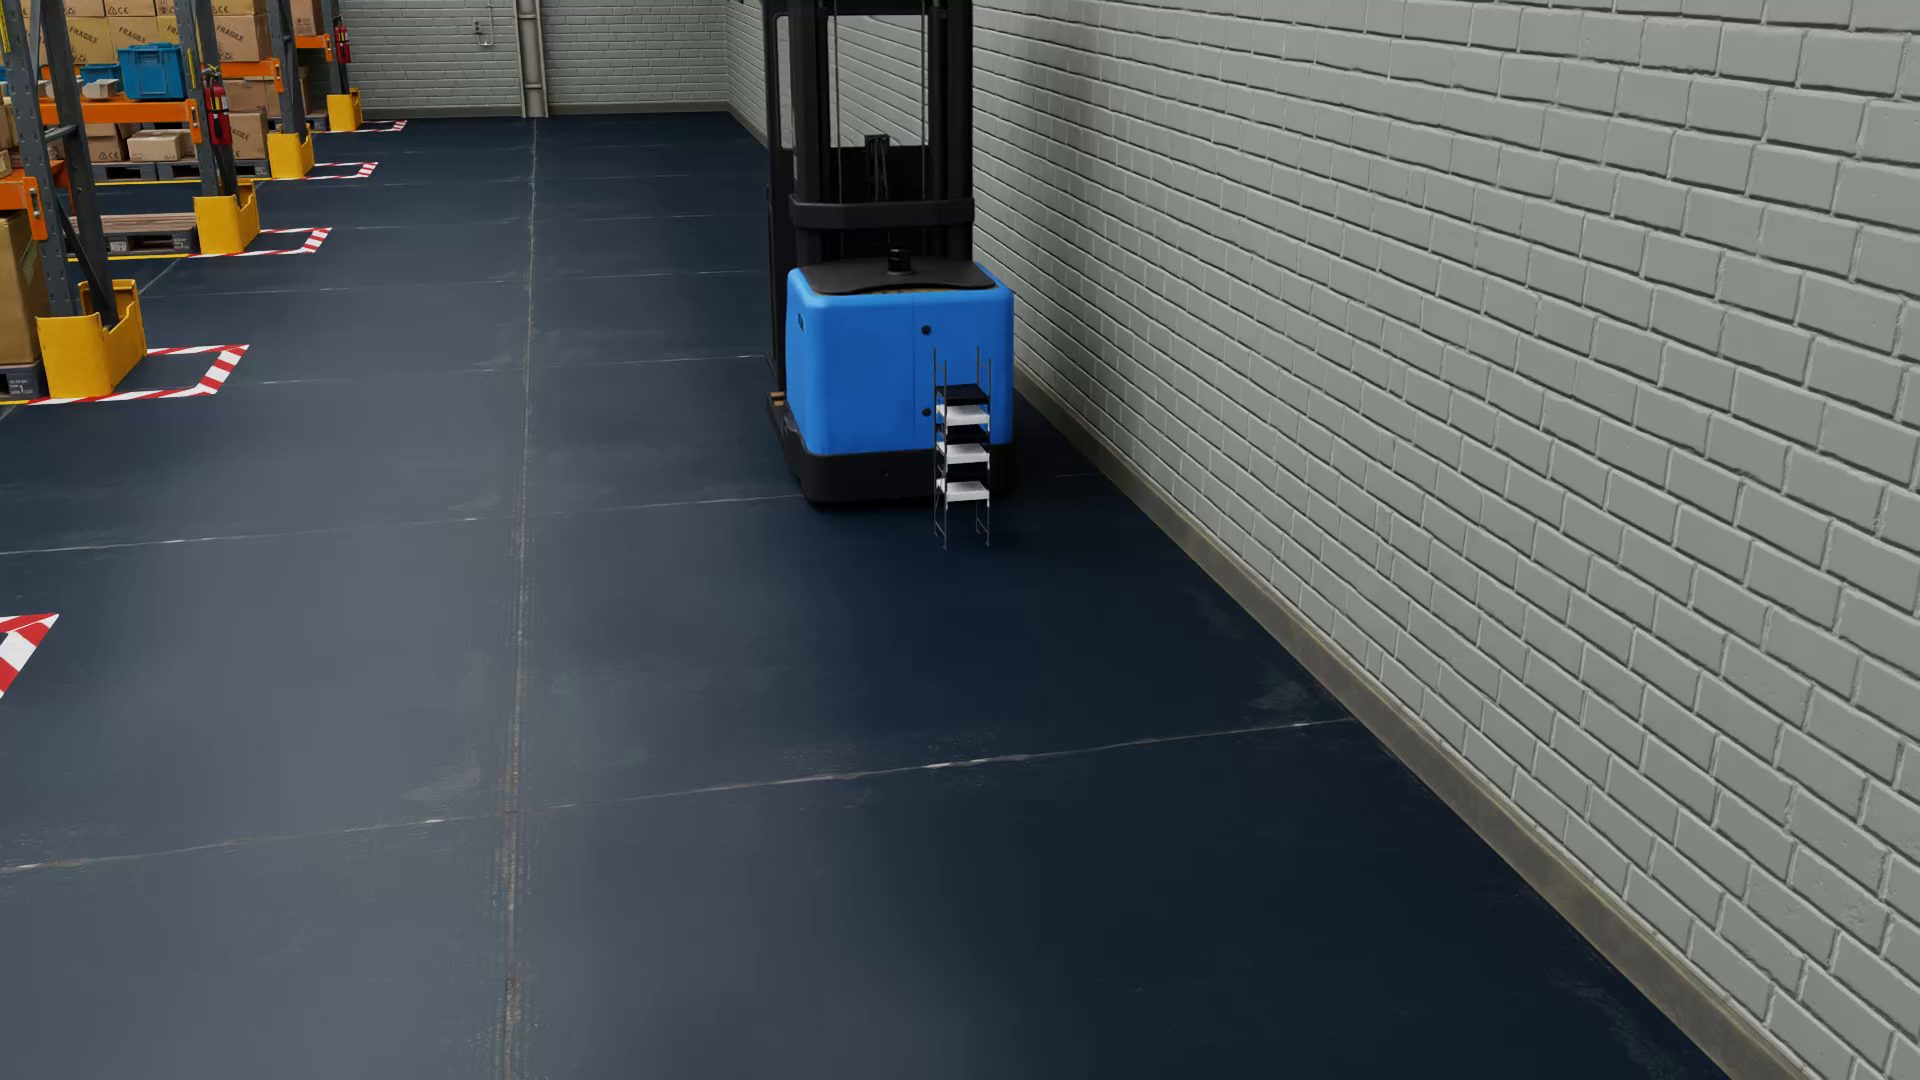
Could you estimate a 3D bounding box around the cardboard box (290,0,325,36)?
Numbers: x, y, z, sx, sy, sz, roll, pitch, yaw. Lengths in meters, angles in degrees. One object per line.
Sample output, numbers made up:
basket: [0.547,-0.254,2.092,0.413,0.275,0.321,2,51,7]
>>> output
cardboard box: [-9.475,-7.545,23.614,0.700,0.700,0.980,-4,20,-10]

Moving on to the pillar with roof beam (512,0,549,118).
pillar with roof beam: [-5.562,-9.327,20.193,0.400,9.000,9.100,-5,21,-12]

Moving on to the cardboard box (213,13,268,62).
cardboard box: [-8.211,-5.710,18.896,0.500,0.500,0.500,-4,20,-11]

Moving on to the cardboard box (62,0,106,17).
cardboard box: [-9.702,-6.055,18.385,0.500,0.500,0.500,-4,20,-11]

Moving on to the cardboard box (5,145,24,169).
cardboard box: [-5.983,-2.438,10.474,0.250,0.149,0.380,-4,21,-12]

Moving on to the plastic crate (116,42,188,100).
plastic crate: [-6.984,-4.087,14.472,0.499,0.435,0.616,-5,21,-12]

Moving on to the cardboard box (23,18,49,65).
cardboard box: [-10.187,-5.550,18.458,0.500,0.500,0.500,-5,21,-13]

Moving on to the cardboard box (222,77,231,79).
cardboard box: [-10.548,-6.683,23.779,0.250,0.149,0.380,-4,21,-12]

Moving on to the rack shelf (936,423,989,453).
rack shelf: [0.008,-0.476,7.642,0.200,0.077,0.258,-5,21,-12]

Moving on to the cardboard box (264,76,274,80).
cardboard box: [-9.722,-6.616,23.594,0.250,0.149,0.380,-5,21,-13]

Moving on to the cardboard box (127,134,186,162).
cardboard box: [-9.241,-4.515,19.136,0.500,0.250,0.500,-5,21,-12]

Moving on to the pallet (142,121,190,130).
pallet: [-10.926,-5.953,23.760,1.213,0.211,1.003,-5,21,-12]

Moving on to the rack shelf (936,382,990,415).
rack shelf: [0.008,-0.645,7.580,0.200,0.077,0.258,-5,21,-12]

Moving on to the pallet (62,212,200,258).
pallet: [-7.513,-2.770,15.069,1.213,0.211,1.003,-5,21,-12]

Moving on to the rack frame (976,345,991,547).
rack frame: [0.107,-0.431,7.684,0.006,0.900,0.240,-5,21,-12]

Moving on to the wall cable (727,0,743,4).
wall cable: [-3.395,-9.135,24.182,0.112,2.526,3.097,-5,21,-12]

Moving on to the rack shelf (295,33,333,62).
rack shelf: [-10.927,-6.951,23.476,4.000,0.370,1.077,-5,21,-12]

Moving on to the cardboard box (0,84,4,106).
cardboard box: [-5.975,-2.768,9.706,0.500,0.500,0.500,-4,21,-12]

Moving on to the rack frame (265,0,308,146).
rack frame: [-7.838,-5.790,19.259,0.127,3.000,1.000,-5,21,-12]

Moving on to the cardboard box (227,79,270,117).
cardboard box: [-10.126,-6.342,23.792,0.500,0.500,0.700,-5,21,-13]

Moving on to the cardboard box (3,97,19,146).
cardboard box: [-6.091,-2.595,10.324,0.500,0.250,0.500,-5,21,-14]

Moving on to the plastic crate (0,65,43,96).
plastic crate: [-8.299,-4.067,14.713,0.300,0.233,0.416,-5,21,-12]

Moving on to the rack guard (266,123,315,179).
rack guard: [-7.912,-4.610,19.673,0.348,0.500,1.175,-5,21,-12]

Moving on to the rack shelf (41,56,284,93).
rack shelf: [-9.784,-5.294,18.951,4.000,0.370,1.077,-5,21,-12]

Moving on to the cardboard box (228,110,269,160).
cardboard box: [-8.310,-4.697,19.271,0.500,0.500,0.500,-5,21,-12]

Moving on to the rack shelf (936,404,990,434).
rack shelf: [0.008,-0.561,7.611,0.200,0.077,0.258,-5,21,-12]

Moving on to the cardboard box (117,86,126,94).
cardboard box: [-11.633,-6.218,23.452,0.500,0.500,0.700,-5,21,-13]

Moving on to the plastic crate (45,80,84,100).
plastic crate: [-7.739,-3.892,14.376,0.243,0.136,0.396,-5,21,-12]

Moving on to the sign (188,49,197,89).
sign: [-6.559,-4.025,14.205,0.005,0.325,0.100,-5,21,-12]

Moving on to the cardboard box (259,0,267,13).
cardboard box: [-8.330,-6.359,19.215,0.500,0.500,0.500,-4,20,-11]

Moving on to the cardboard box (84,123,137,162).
cardboard box: [-9.903,-4.658,19.159,0.637,0.503,0.797,-5,21,-12]

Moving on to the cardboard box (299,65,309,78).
cardboard box: [-9.564,-6.764,23.998,0.250,0.149,0.380,-5,21,-12]

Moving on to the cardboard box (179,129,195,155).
cardboard box: [-8.919,-4.718,19.690,0.500,0.250,0.500,-5,21,-12]

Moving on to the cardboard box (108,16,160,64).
cardboard box: [-9.202,-5.630,18.678,0.500,0.500,0.500,-4,21,-12]

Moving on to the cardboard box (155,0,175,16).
cardboard box: [-8.699,-6.139,18.612,0.500,0.500,0.500,-4,21,-11]

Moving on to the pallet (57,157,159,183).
pallet: [-9.872,-4.315,19.289,1.213,0.211,1.003,-5,21,-12]

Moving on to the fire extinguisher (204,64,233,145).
fire extinguisher: [-6.450,-3.780,14.427,0.183,0.674,0.296,-5,21,-12]

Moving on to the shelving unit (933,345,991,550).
shelving unit: [0.008,-0.423,7.662,0.210,0.900,0.258,-5,21,-12]

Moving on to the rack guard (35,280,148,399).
rack guard: [-5.538,-1.302,10.641,0.348,0.500,1.175,-5,21,-12]

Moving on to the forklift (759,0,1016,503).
forklift: [-0.525,-2.030,9.095,1.130,2.935,3.031,-4,21,-11]

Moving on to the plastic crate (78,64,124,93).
plastic crate: [-7.658,-4.119,14.856,0.300,0.233,0.416,-5,21,-12]

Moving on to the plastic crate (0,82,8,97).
plastic crate: [-8.288,-3.833,14.212,0.250,0.136,0.298,-5,21,-12]
